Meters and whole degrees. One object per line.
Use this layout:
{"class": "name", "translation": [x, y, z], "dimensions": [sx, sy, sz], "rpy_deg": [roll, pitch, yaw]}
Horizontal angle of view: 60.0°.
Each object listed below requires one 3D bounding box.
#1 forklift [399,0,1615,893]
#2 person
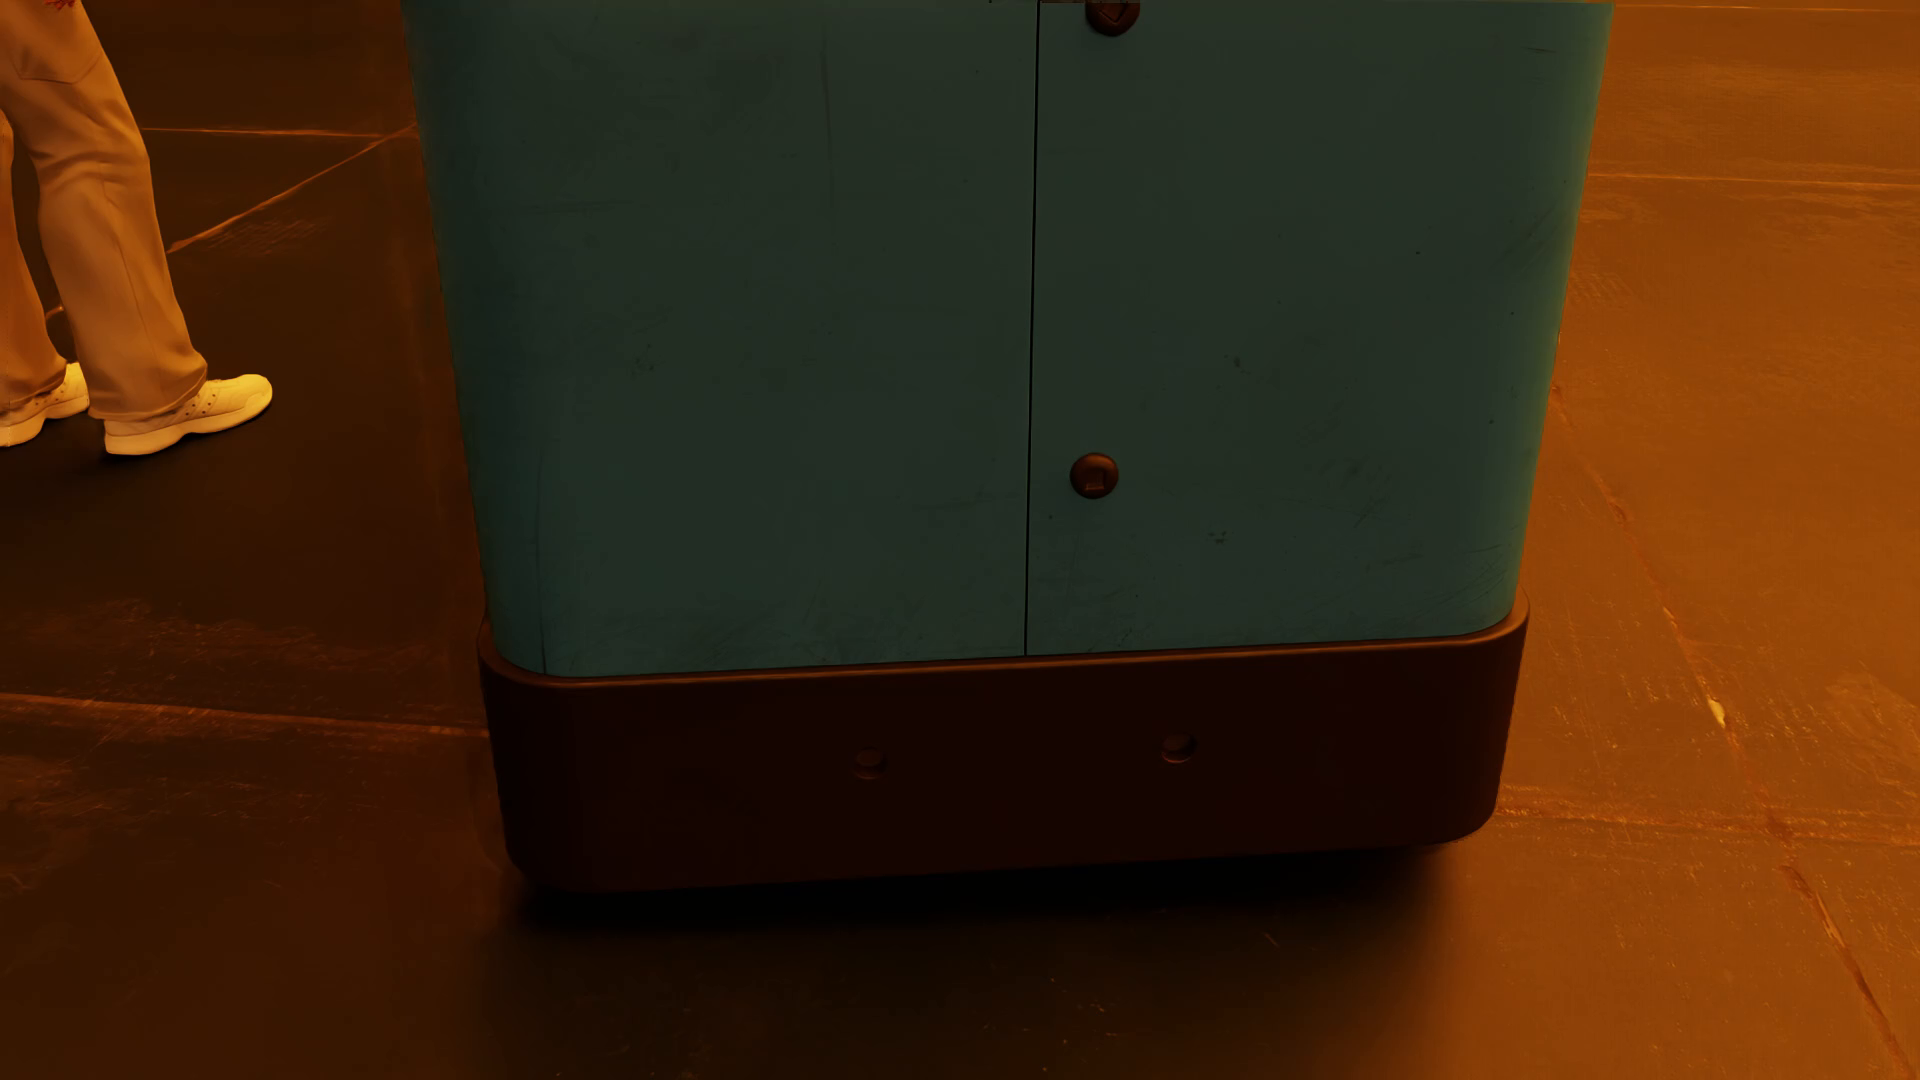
{"class": "forklift", "translation": [-0.077, -1.589, 2.401], "dimensions": [1.130, 2.935, 3.031], "rpy_deg": [-2, 27, -5]}
{"class": "person", "translation": [-1.529, -0.934, 2.498], "dimensions": [0.558, 1.674, 0.466], "rpy_deg": [9, 28, 18]}
